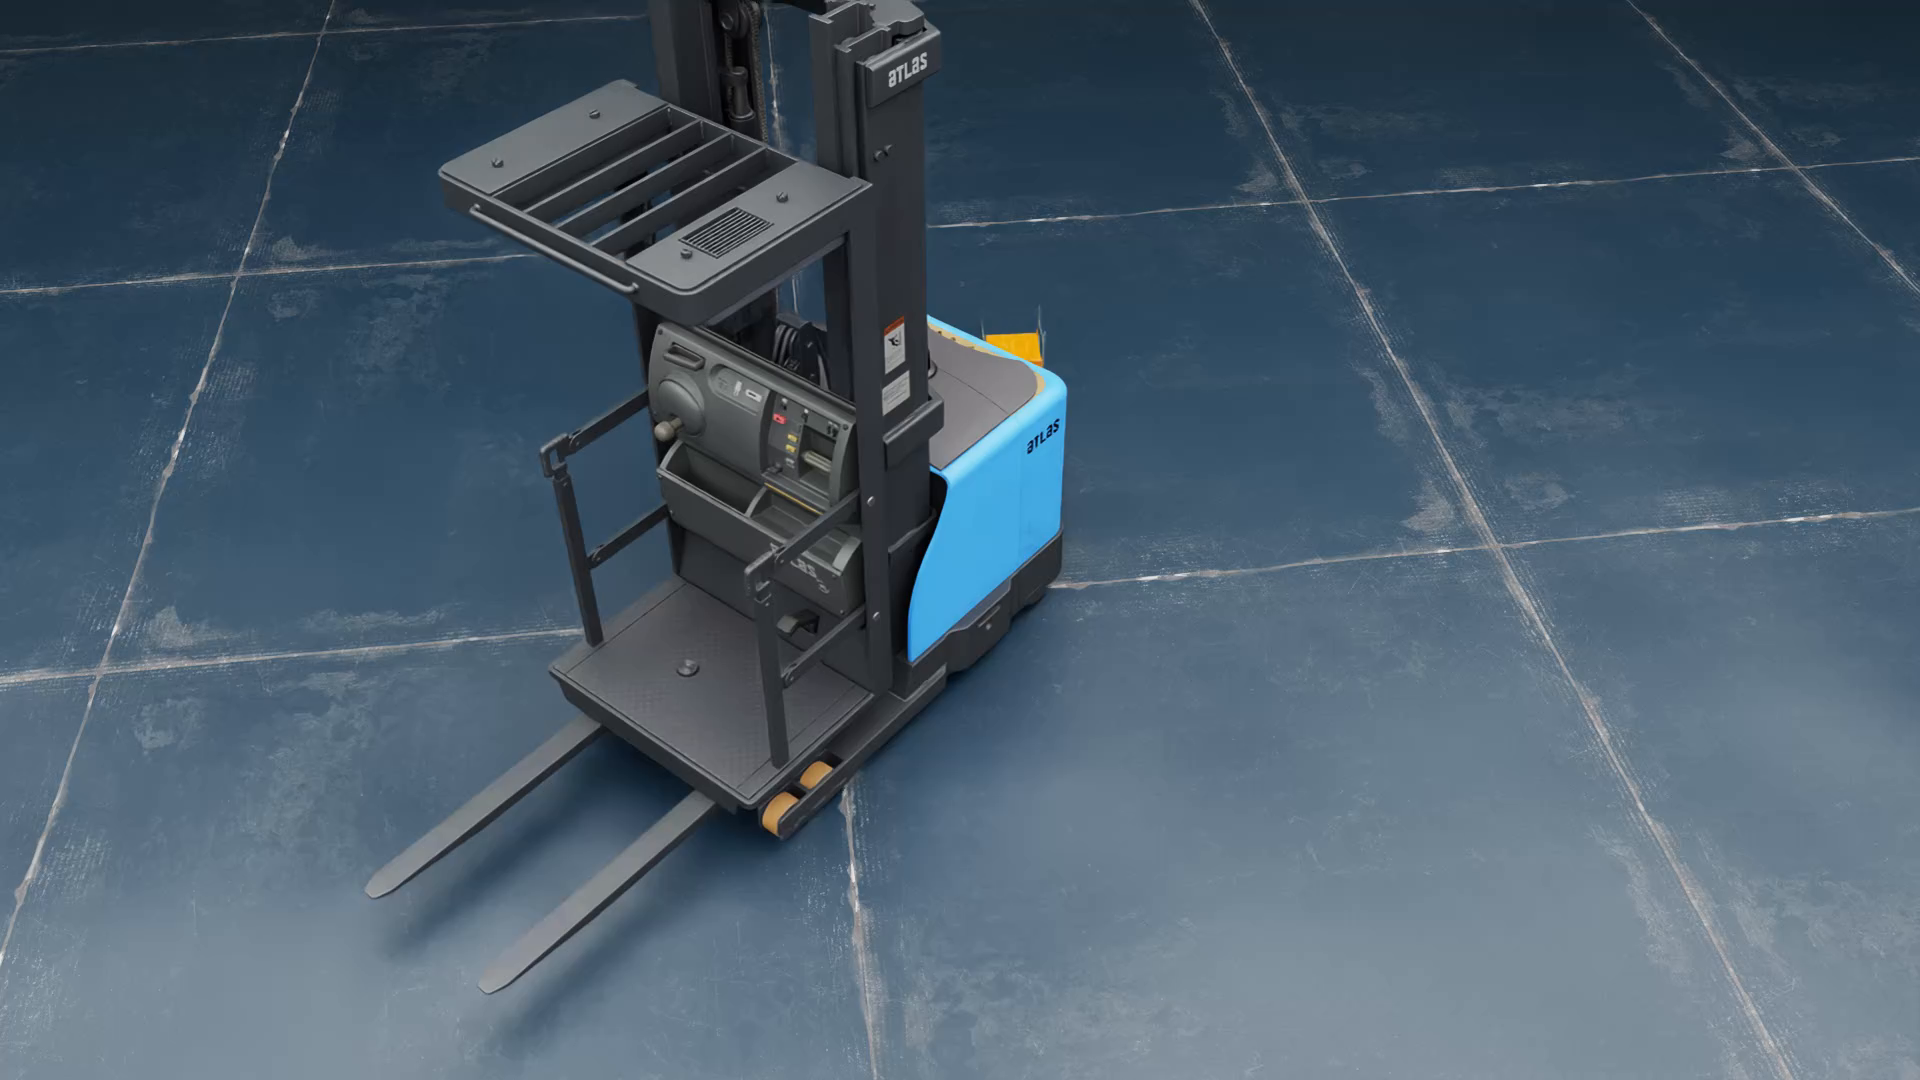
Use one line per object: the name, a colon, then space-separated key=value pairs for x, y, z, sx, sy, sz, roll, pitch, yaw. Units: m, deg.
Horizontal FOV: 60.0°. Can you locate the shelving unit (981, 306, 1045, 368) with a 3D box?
shelving unit: x=0.220 y=-0.523 z=7.261 sx=0.252 sy=1.050 sz=0.215 roll=-3 pitch=42 yaw=-3

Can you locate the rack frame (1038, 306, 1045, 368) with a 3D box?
rack frame: x=0.341 y=-0.529 z=7.267 sx=0.008 sy=1.050 sz=0.200 roll=-3 pitch=42 yaw=-3

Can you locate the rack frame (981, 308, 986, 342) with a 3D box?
rack frame: x=0.098 y=-0.517 z=7.255 sx=0.008 sy=1.050 sz=0.200 roll=-3 pitch=42 yaw=-3

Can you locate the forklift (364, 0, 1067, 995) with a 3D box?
forklift: x=-0.871 y=-0.357 z=5.672 sx=1.130 sy=2.935 sz=3.031 roll=28 pitch=49 yaw=28

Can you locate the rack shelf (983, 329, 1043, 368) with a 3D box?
rack shelf: x=0.220 y=-0.726 z=7.078 sx=0.240 sy=0.259 sz=0.215 roll=-3 pitch=42 yaw=-3
